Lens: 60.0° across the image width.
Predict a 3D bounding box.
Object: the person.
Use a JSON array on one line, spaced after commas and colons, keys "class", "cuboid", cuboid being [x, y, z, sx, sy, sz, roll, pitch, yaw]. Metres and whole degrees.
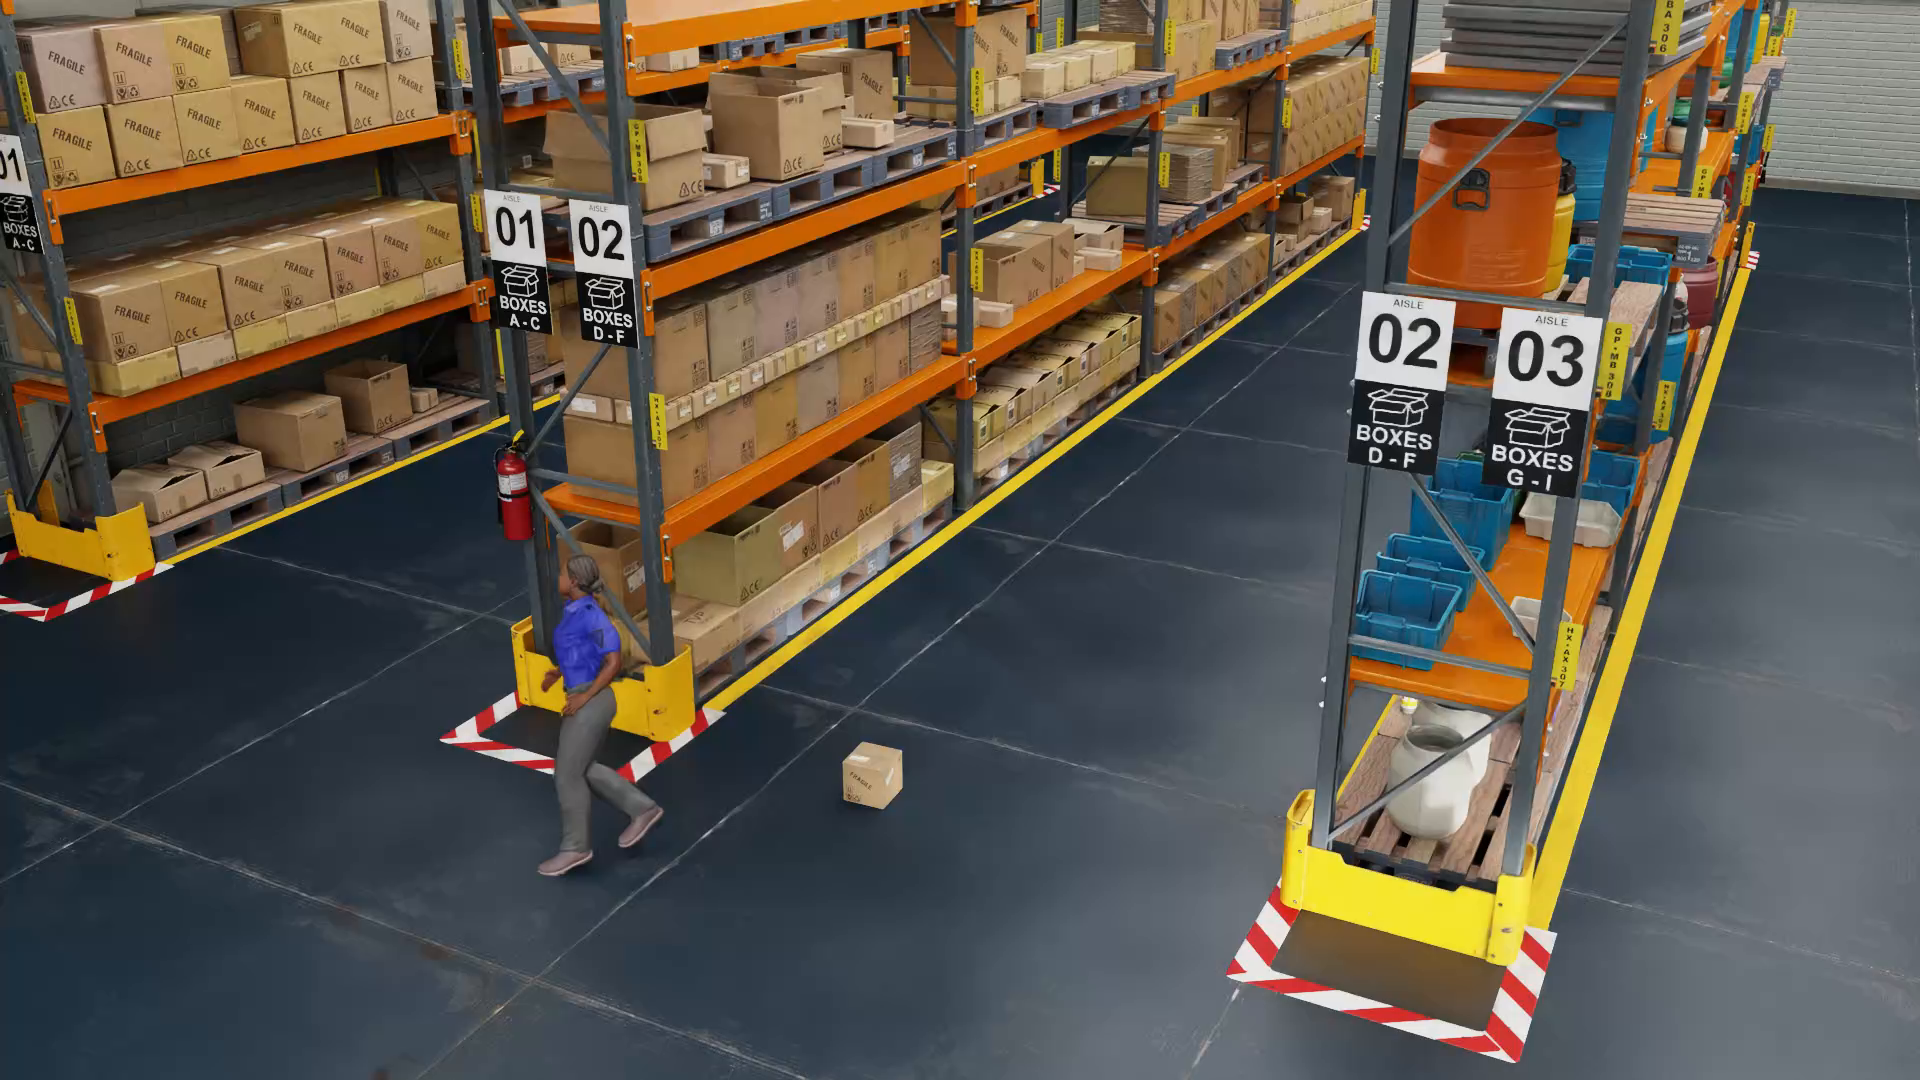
[{"class": "person", "cuboid": [-1.952, 0.874, 8.725, 0.681, 1.628, 0.624, -6, 24, -13]}]
